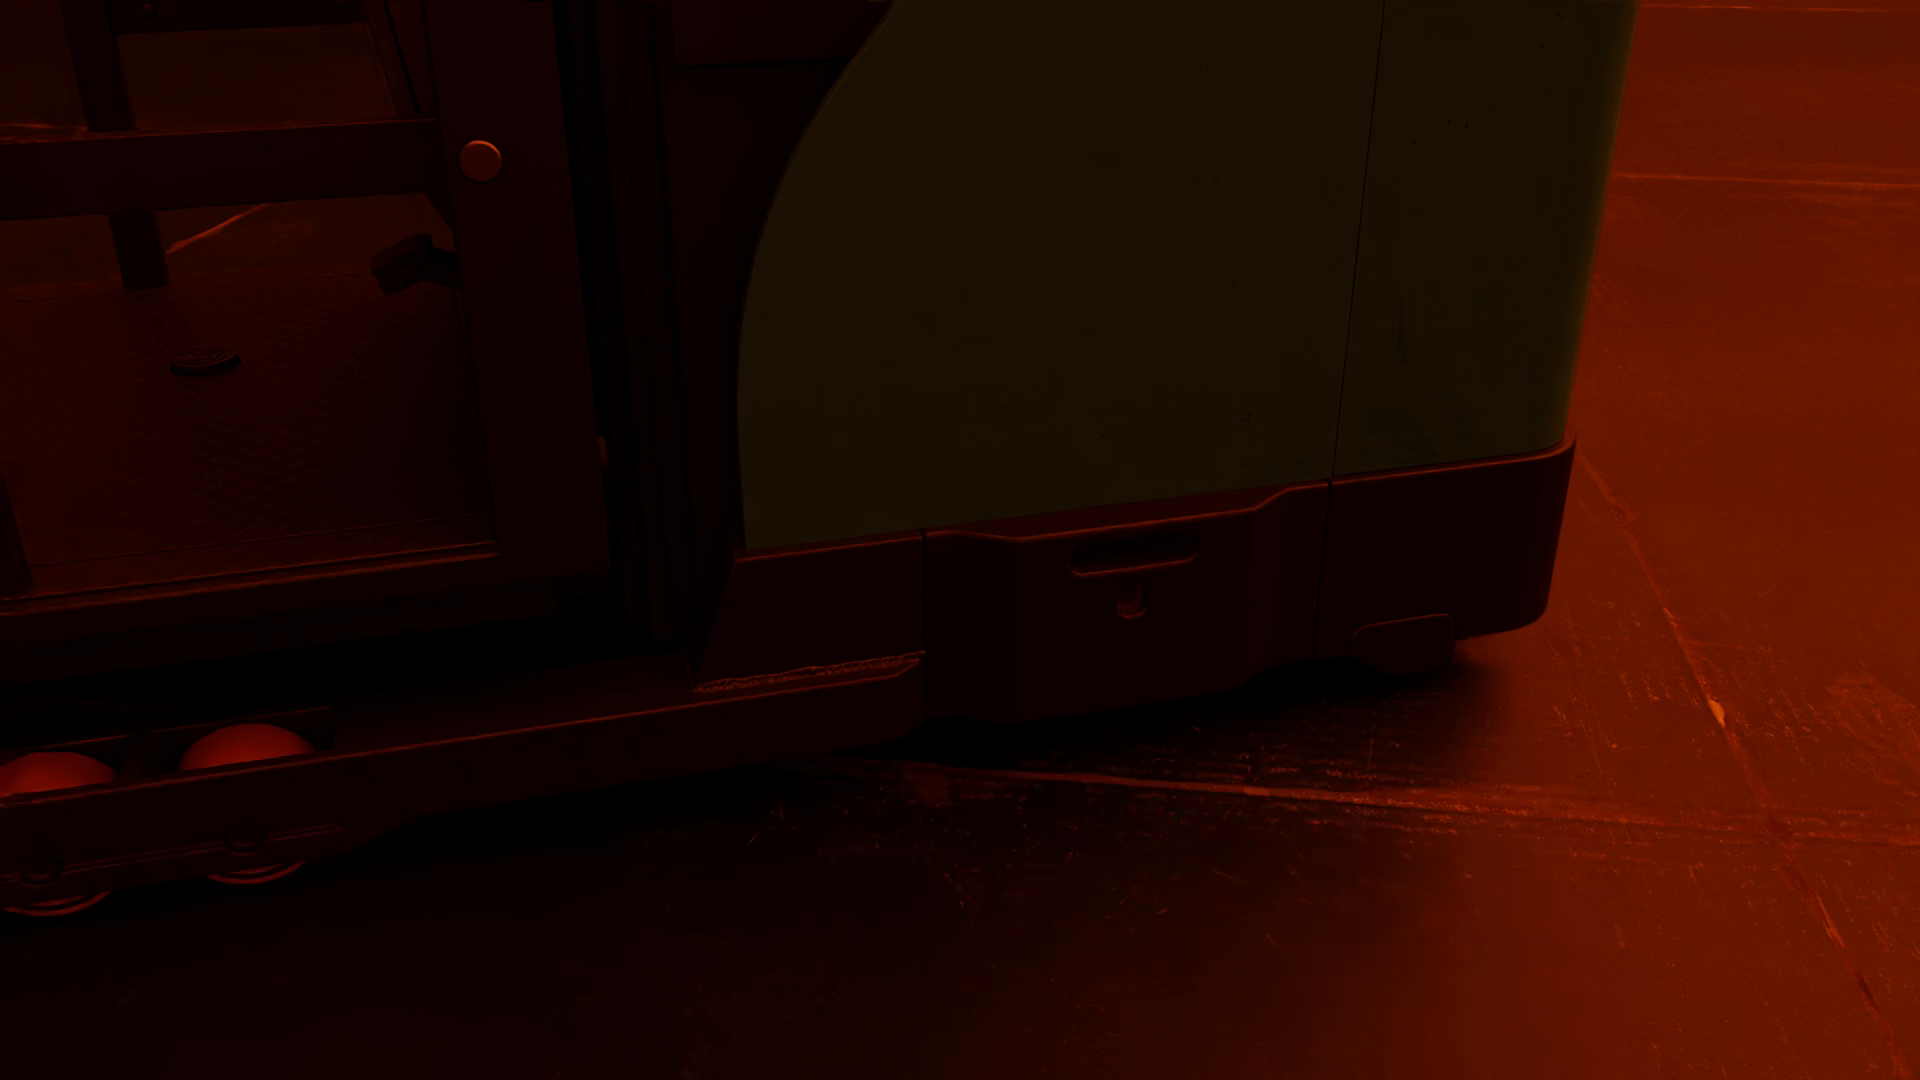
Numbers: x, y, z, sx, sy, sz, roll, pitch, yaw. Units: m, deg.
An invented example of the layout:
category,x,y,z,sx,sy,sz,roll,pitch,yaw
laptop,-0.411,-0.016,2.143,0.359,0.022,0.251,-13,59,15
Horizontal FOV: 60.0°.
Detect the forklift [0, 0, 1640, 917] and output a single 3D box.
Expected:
category,x,y,z,sx,sy,sz,roll,pitch,yaw
forklift,-0.805,-1.185,1.592,3.031,2.935,1.130,-7,27,-14
